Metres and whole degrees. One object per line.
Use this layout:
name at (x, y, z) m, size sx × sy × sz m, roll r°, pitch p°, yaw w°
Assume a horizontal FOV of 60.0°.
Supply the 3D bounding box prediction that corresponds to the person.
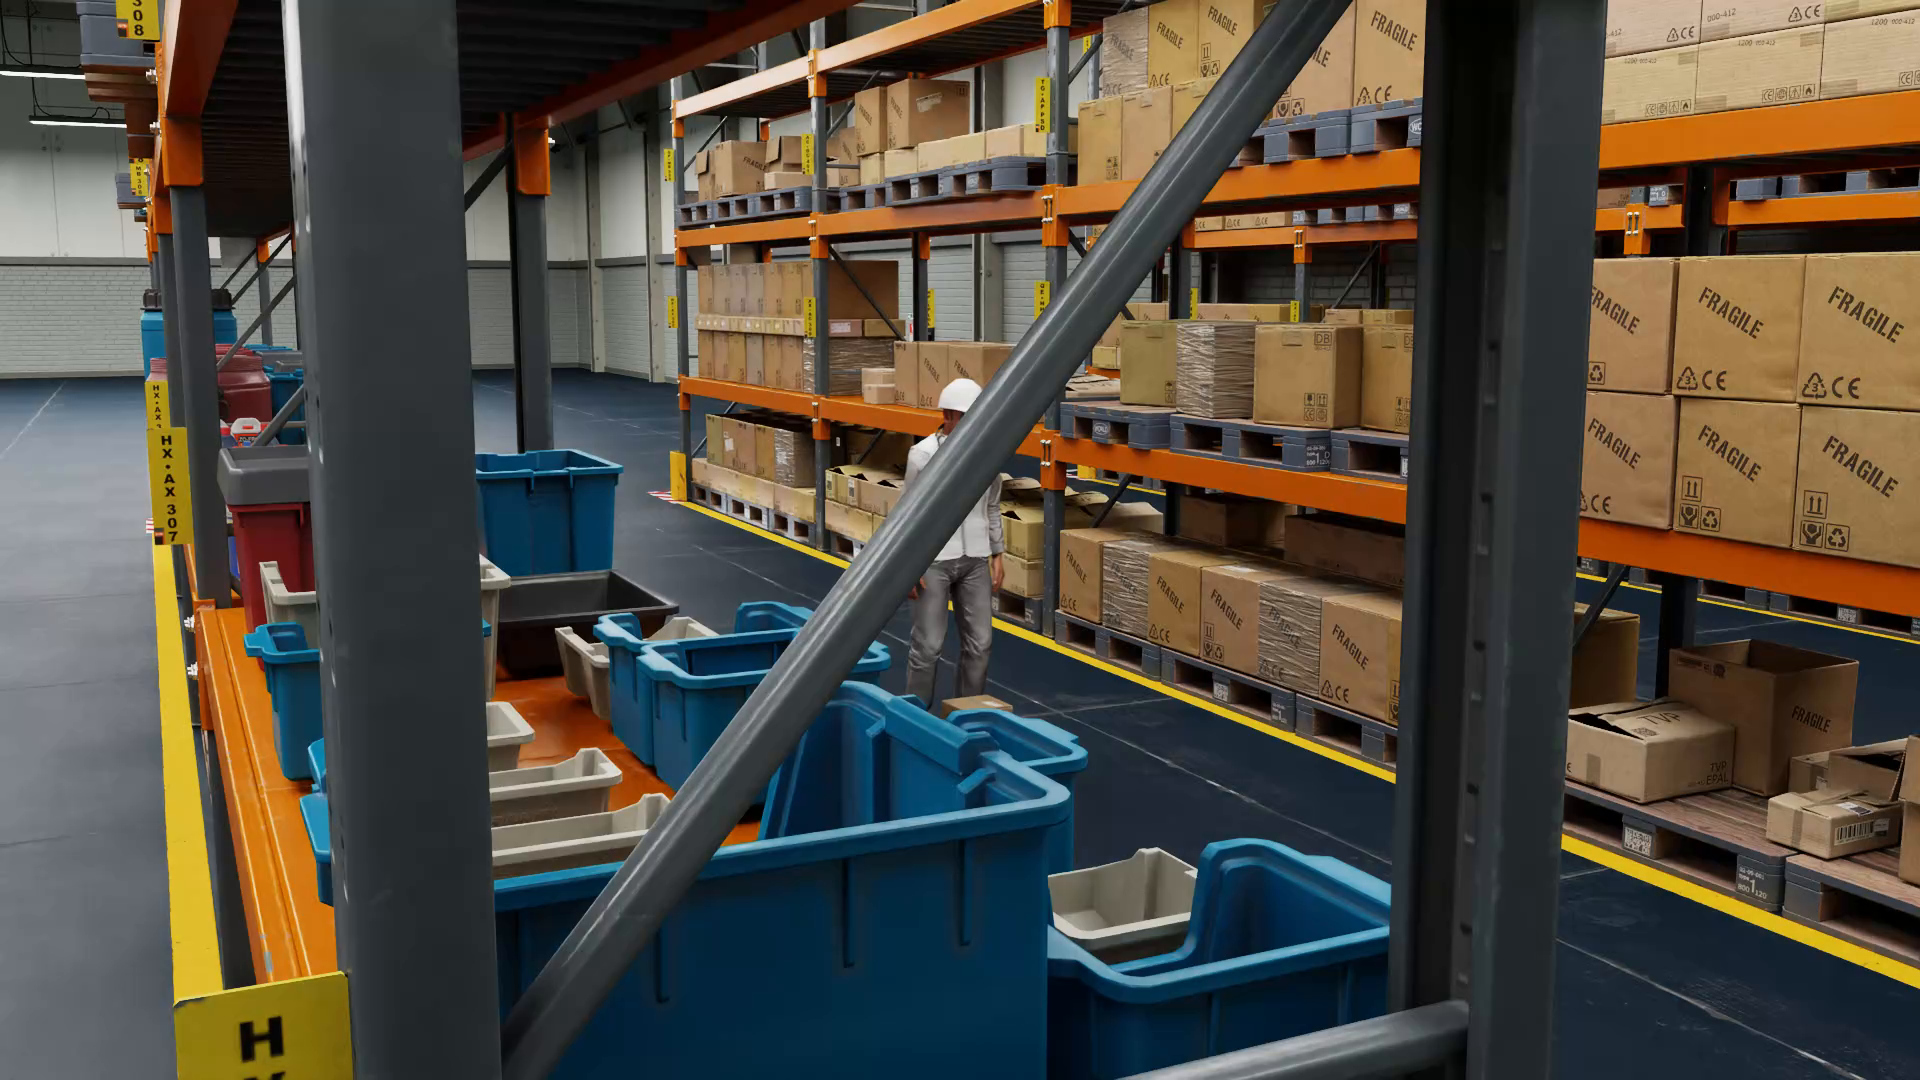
person at (-0.035, 0.110, 8.013) m, size 0.586 × 1.770 × 0.476 m, roll -5°, pitch 10°, yaw -29°
